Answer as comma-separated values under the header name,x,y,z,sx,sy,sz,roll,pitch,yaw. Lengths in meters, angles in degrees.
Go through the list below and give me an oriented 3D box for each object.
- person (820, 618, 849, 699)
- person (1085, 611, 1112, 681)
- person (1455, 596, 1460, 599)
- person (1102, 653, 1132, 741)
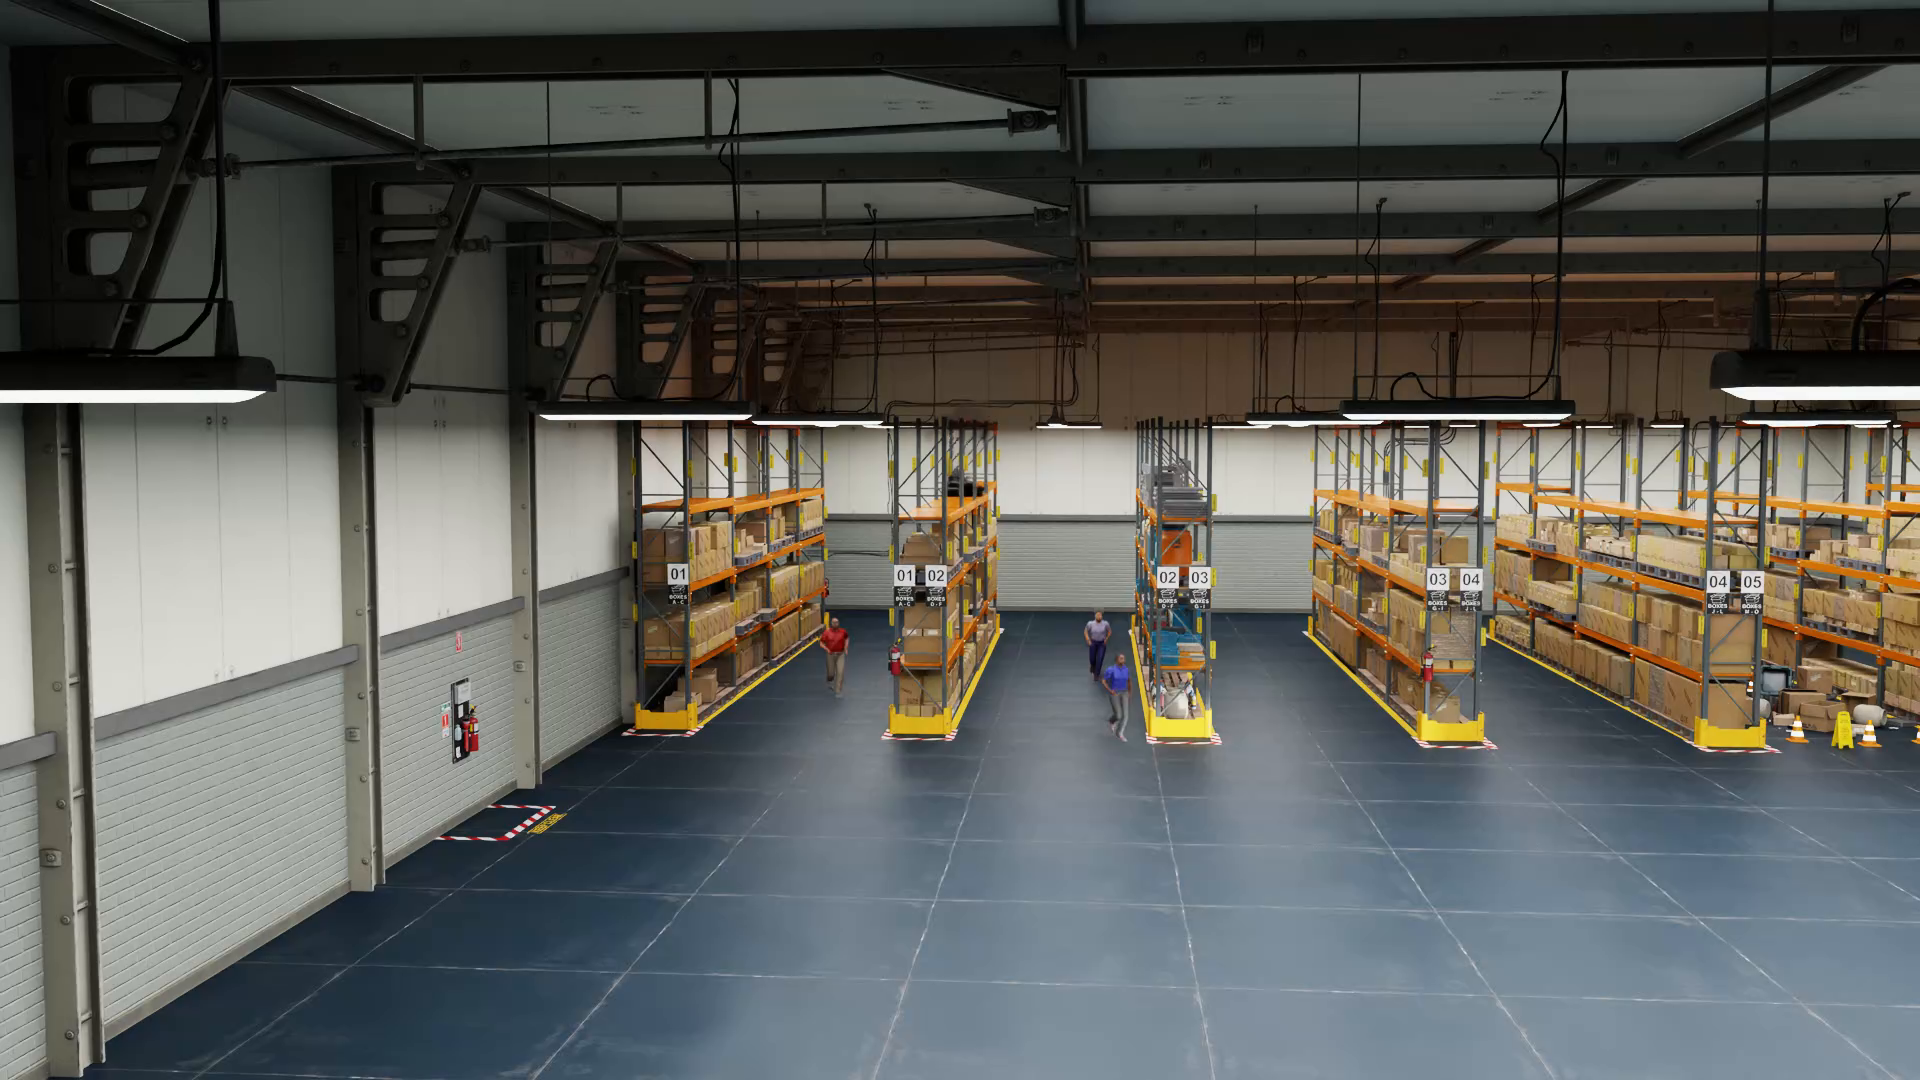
name,x,y,z,sx,sy,sz,roll,pitch,yaw
person,-2.697,2.536,35.936,0.663,1.729,0.888,-1,4,-12
person,3.187,2.429,38.384,0.623,1.611,0.546,0,4,2
person,13.903,1.784,46.620,0.942,1.780,0.723,-3,5,-39
person,2.942,2.908,30.942,0.610,1.626,0.523,-1,4,-20
